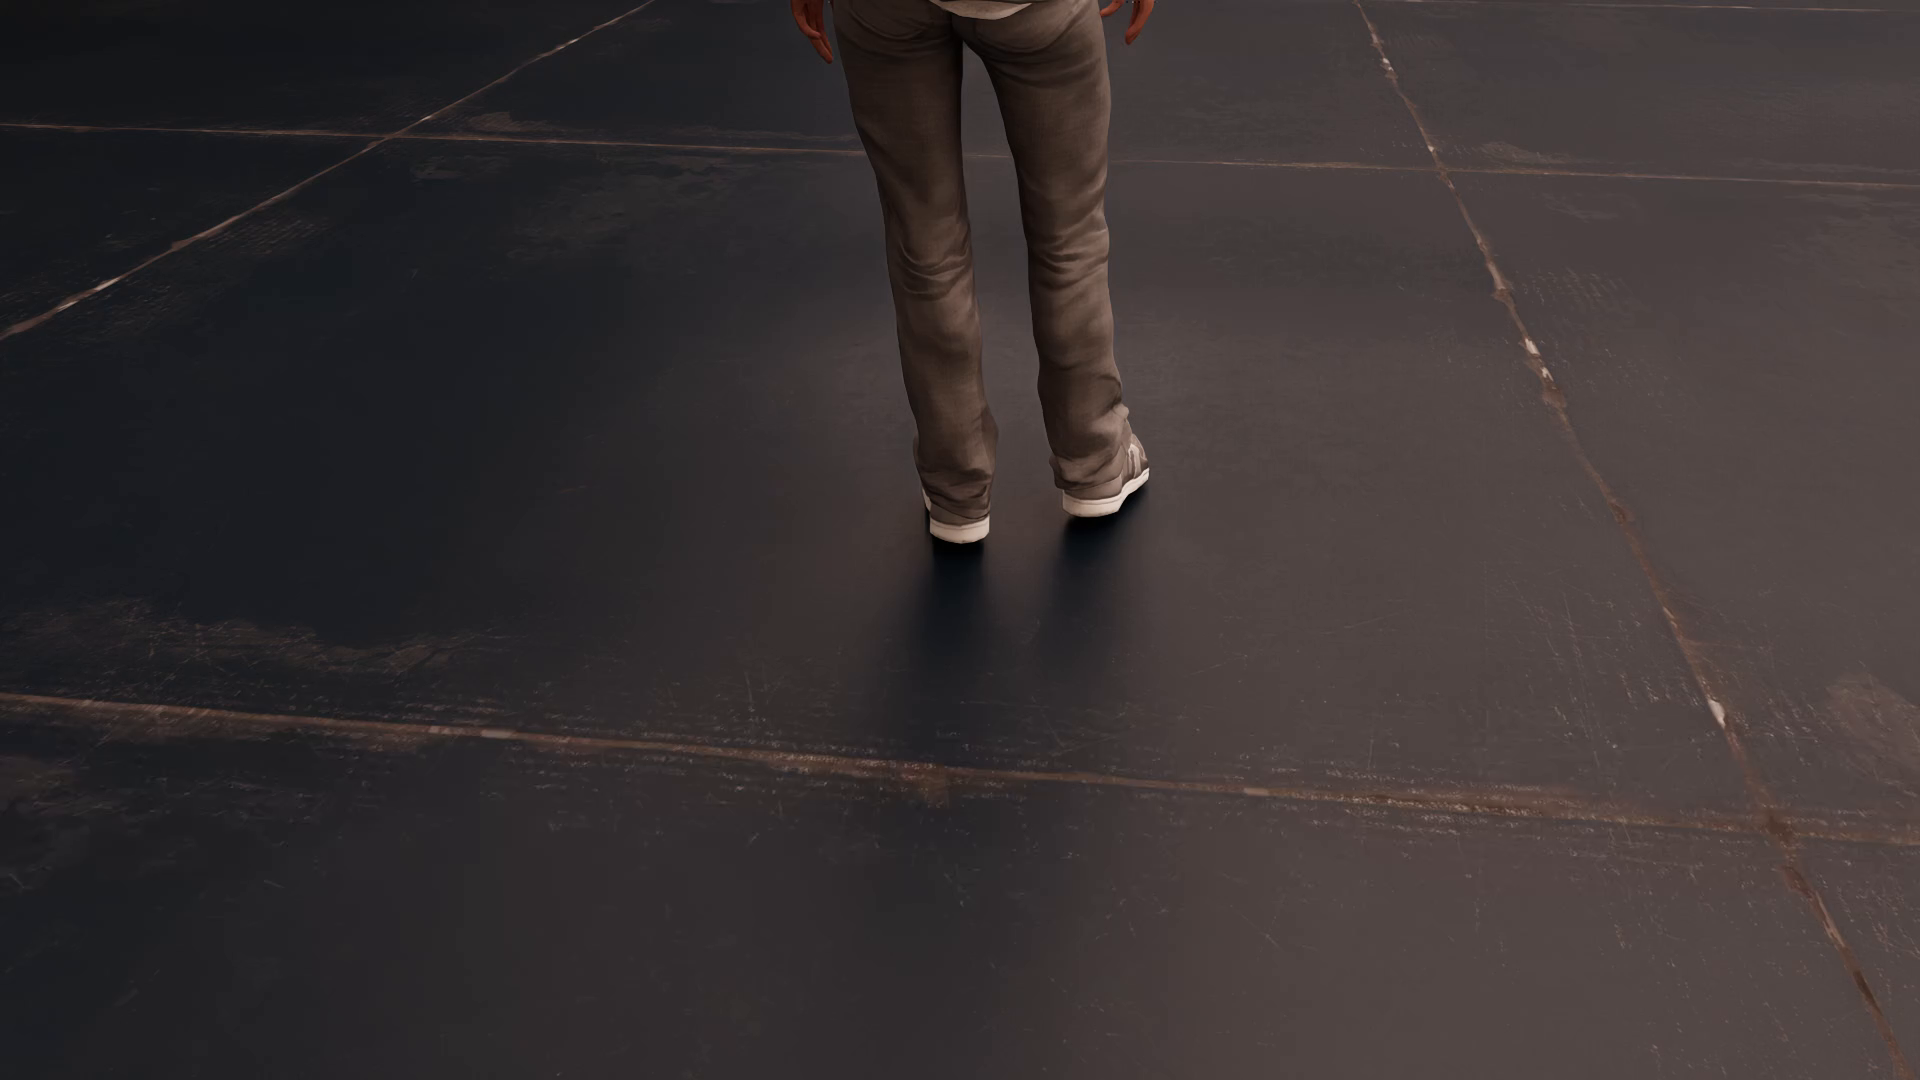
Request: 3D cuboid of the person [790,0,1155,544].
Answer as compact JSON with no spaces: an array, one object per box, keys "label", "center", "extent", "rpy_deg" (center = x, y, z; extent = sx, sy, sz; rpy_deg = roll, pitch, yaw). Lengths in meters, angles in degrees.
[{"label":"person","center":[0.024,-0.754,2.205],"extent":[0.520,1.599,0.473],"rpy_deg":[3,27,7]}]
